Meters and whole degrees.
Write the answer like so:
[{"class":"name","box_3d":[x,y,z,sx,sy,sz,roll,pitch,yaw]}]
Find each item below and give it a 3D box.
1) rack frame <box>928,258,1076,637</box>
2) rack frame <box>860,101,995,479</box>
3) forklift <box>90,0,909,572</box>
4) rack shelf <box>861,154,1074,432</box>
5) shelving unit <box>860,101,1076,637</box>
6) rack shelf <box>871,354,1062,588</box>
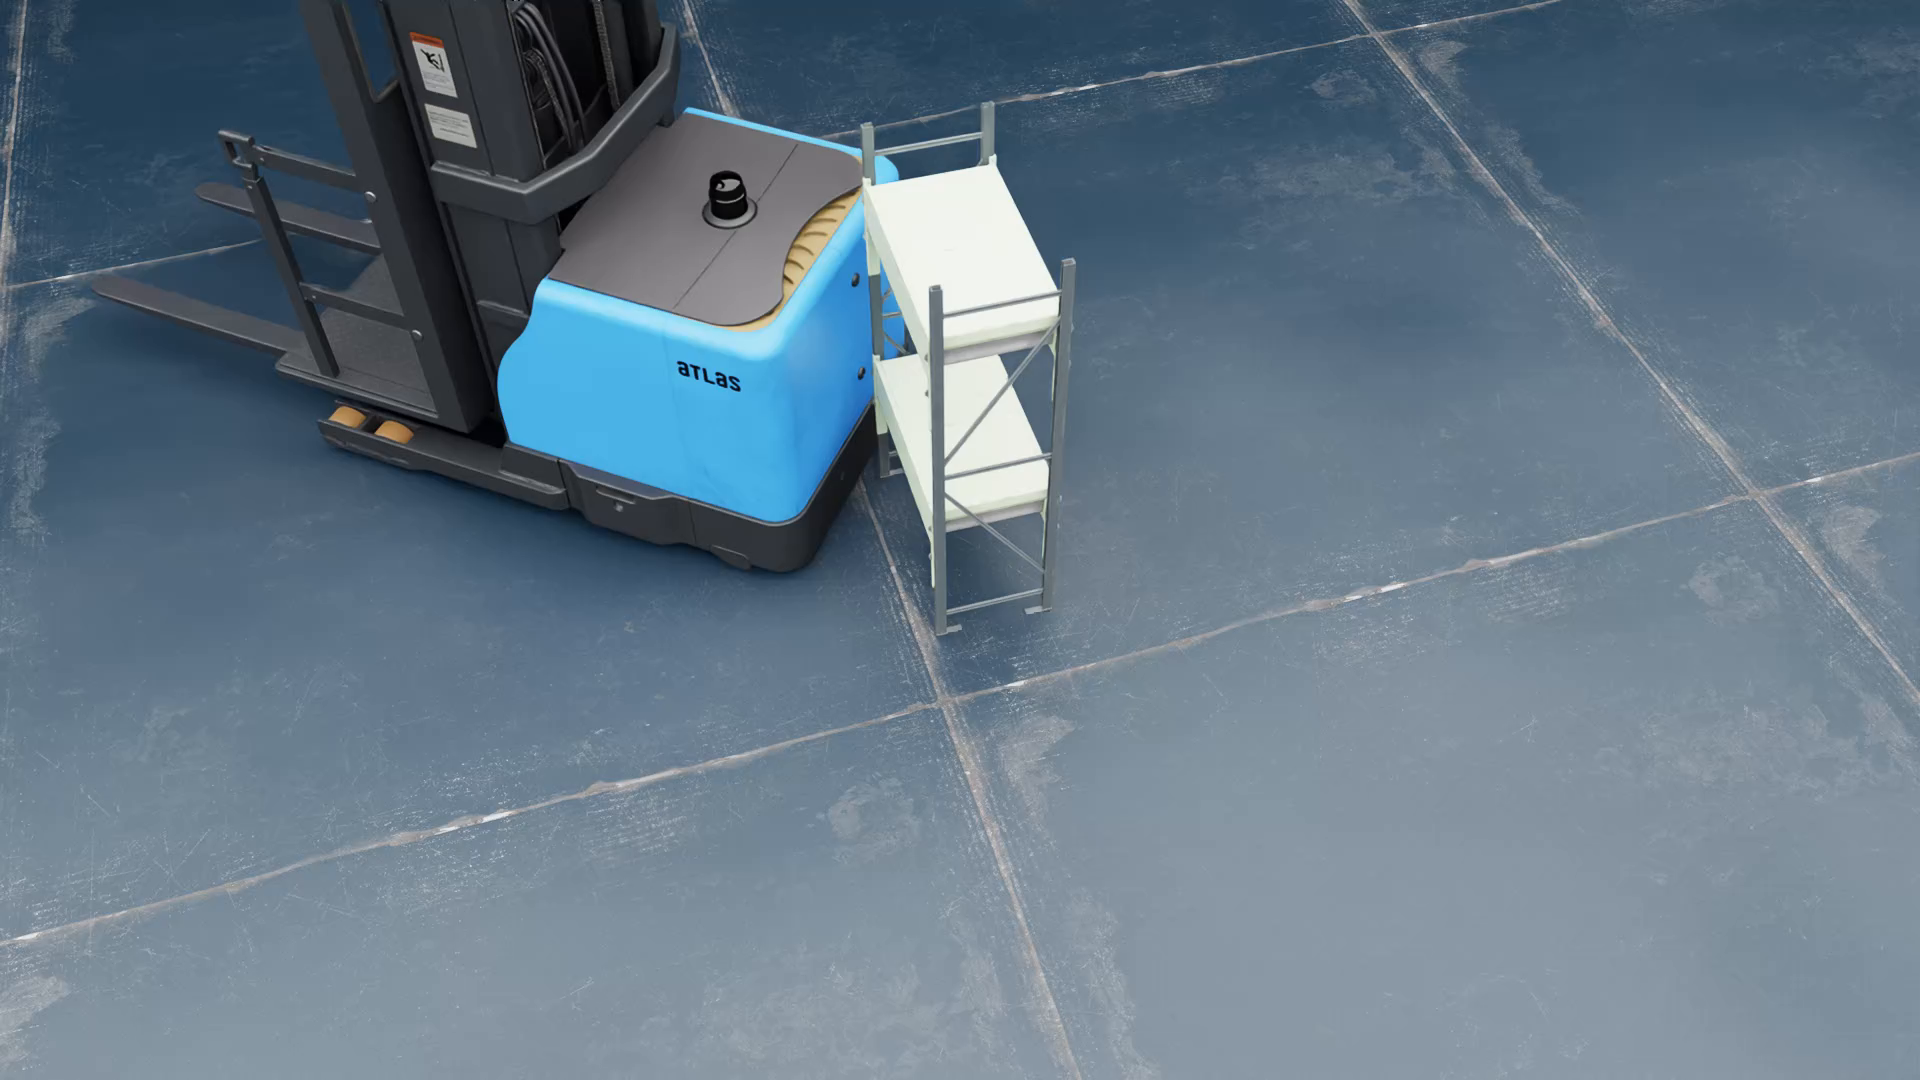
[{"class":"rack frame","box_3d":[0.112,-0.215,4.950,0.400,1.500,0.023,-13,51,-10]},{"class":"rack frame","box_3d":[-0.093,-0.752,5.403,0.400,1.500,0.023,-13,51,-10]},{"class":"forklift","box_3d":[-1.752,-1.566,5.153,3.031,2.935,1.130,17,52,14]},{"class":"rack shelf","box_3d":[0.009,-0.735,4.878,0.431,0.370,0.720,-13,51,-10]},{"class":"shelving unit","box_3d":[0.009,-0.484,5.177,0.431,1.500,0.755,-13,51,-10]},{"class":"rack shelf","box_3d":[0.009,-0.274,5.426,0.431,0.370,0.720,-13,51,-10]}]
